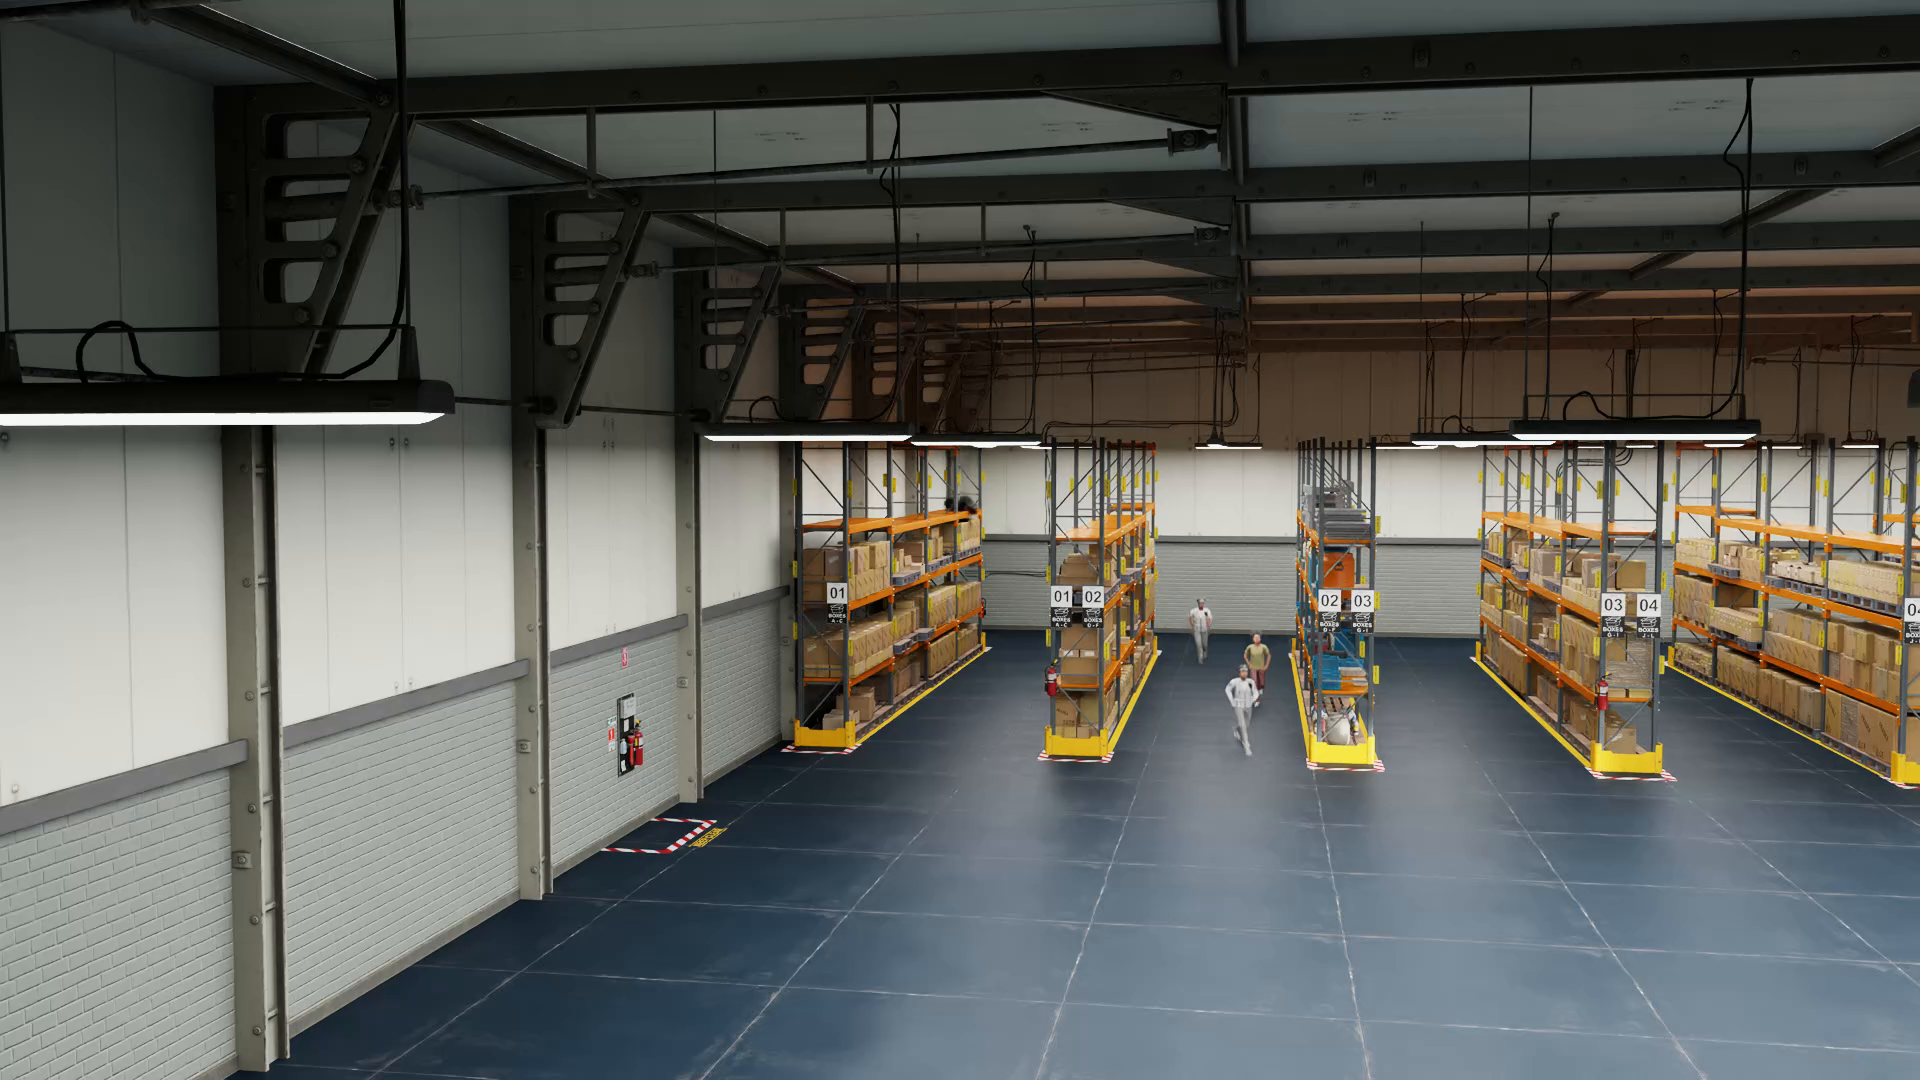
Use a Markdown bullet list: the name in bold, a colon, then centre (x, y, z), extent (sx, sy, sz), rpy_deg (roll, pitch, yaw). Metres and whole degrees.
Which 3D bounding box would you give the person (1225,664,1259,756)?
- **person**: centre (5.410, 3.219, 31.788), extent (0.585, 1.702, 1.085), rpy_deg (-1, 3, -12)

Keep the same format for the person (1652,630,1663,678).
- **person**: centre (17.233, 2.731, 41.488), extent (0.606, 1.605, 0.539), rpy_deg (0, 3, 9)

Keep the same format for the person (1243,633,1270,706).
- **person**: centre (6.736, 2.927, 37.726), extent (0.606, 1.622, 0.573), rpy_deg (0, 3, 8)

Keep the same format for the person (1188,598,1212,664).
- **person**: centre (6.546, 2.462, 45.317), extent (0.668, 1.781, 0.819), rpy_deg (0, 3, 3)
